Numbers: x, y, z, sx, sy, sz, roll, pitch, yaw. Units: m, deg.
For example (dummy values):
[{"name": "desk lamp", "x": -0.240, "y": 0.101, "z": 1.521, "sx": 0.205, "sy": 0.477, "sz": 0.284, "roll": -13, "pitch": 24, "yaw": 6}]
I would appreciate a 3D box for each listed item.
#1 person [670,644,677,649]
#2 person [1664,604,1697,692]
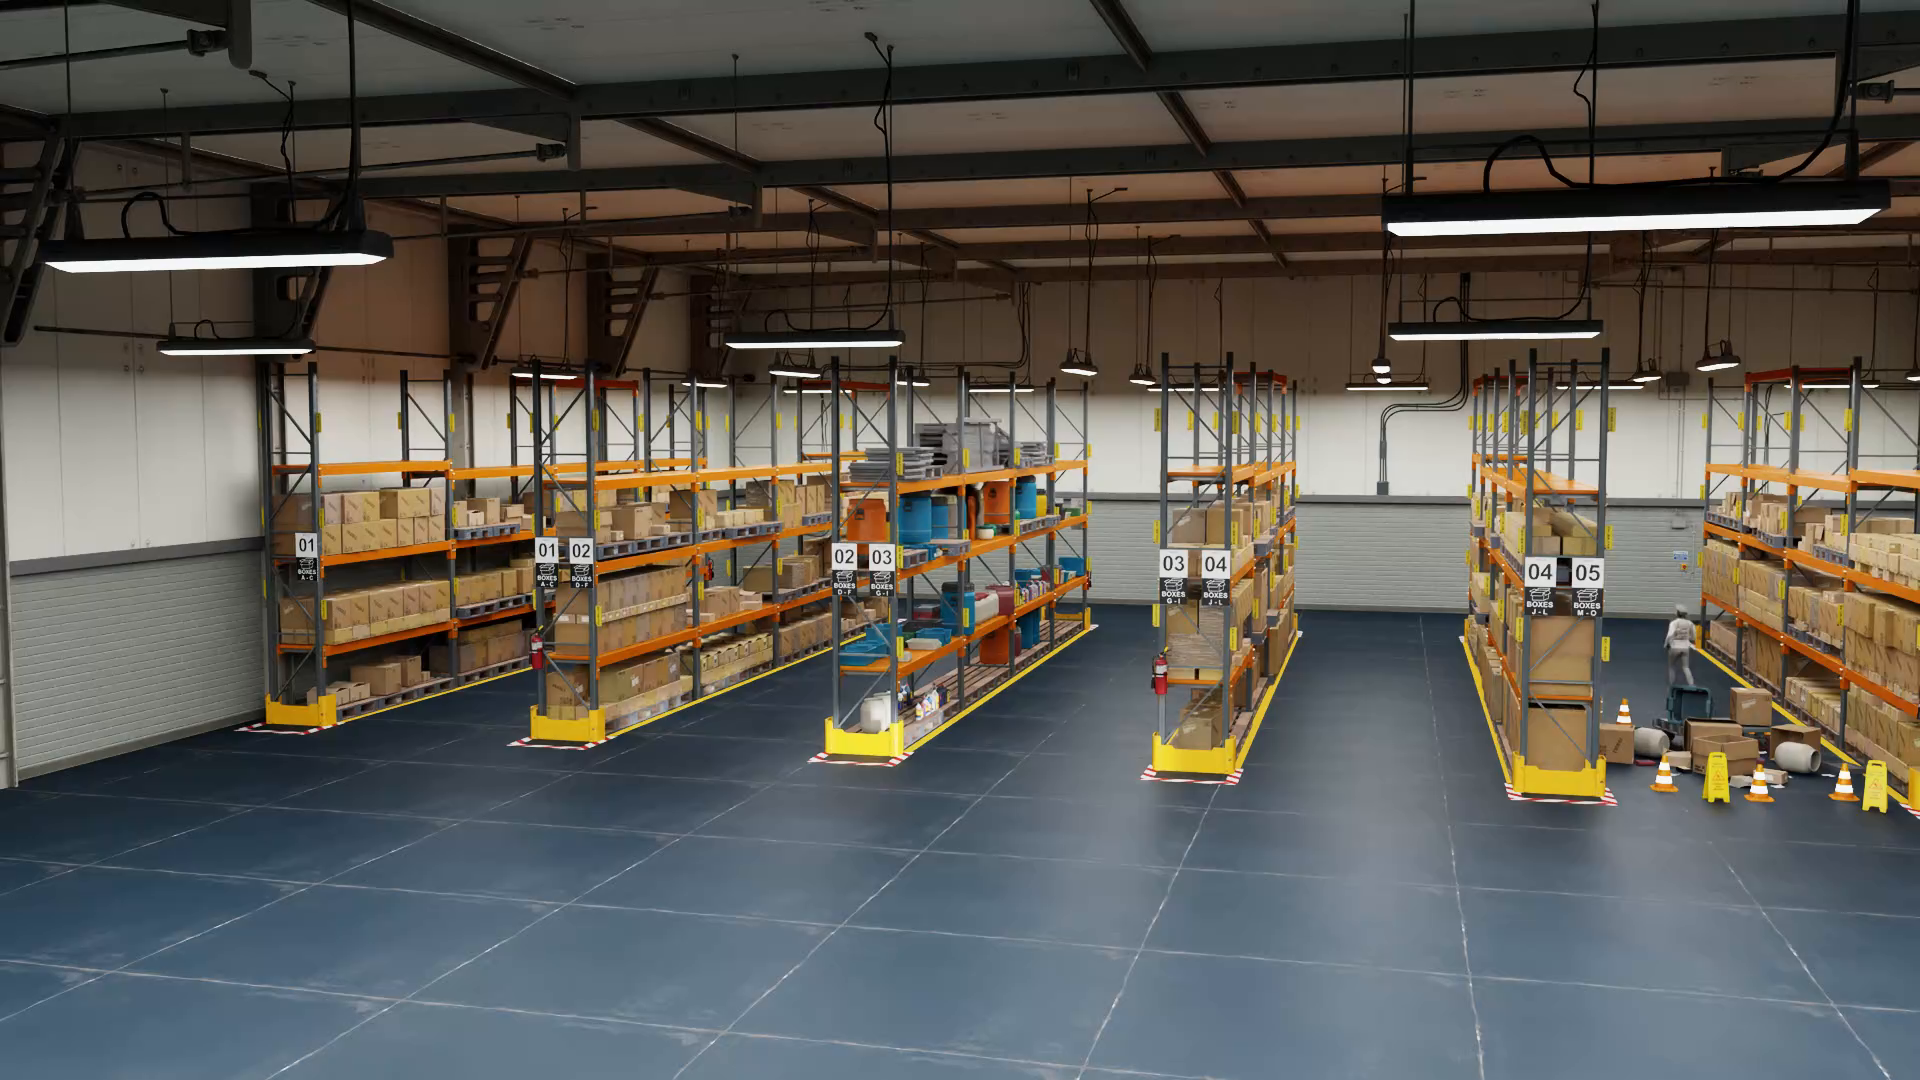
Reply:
[{"name": "person", "x": -5.944, "y": 1.891, "z": 33.635, "sx": 0.604, "sy": 1.494, "sz": 0.826, "roll": 0, "pitch": 4, "yaw": -4}, {"name": "person", "x": 13.214, "y": 2.011, "z": 30.514, "sx": 0.608, "sy": 1.665, "sz": 0.870, "roll": 0, "pitch": 4, "yaw": 4}]
